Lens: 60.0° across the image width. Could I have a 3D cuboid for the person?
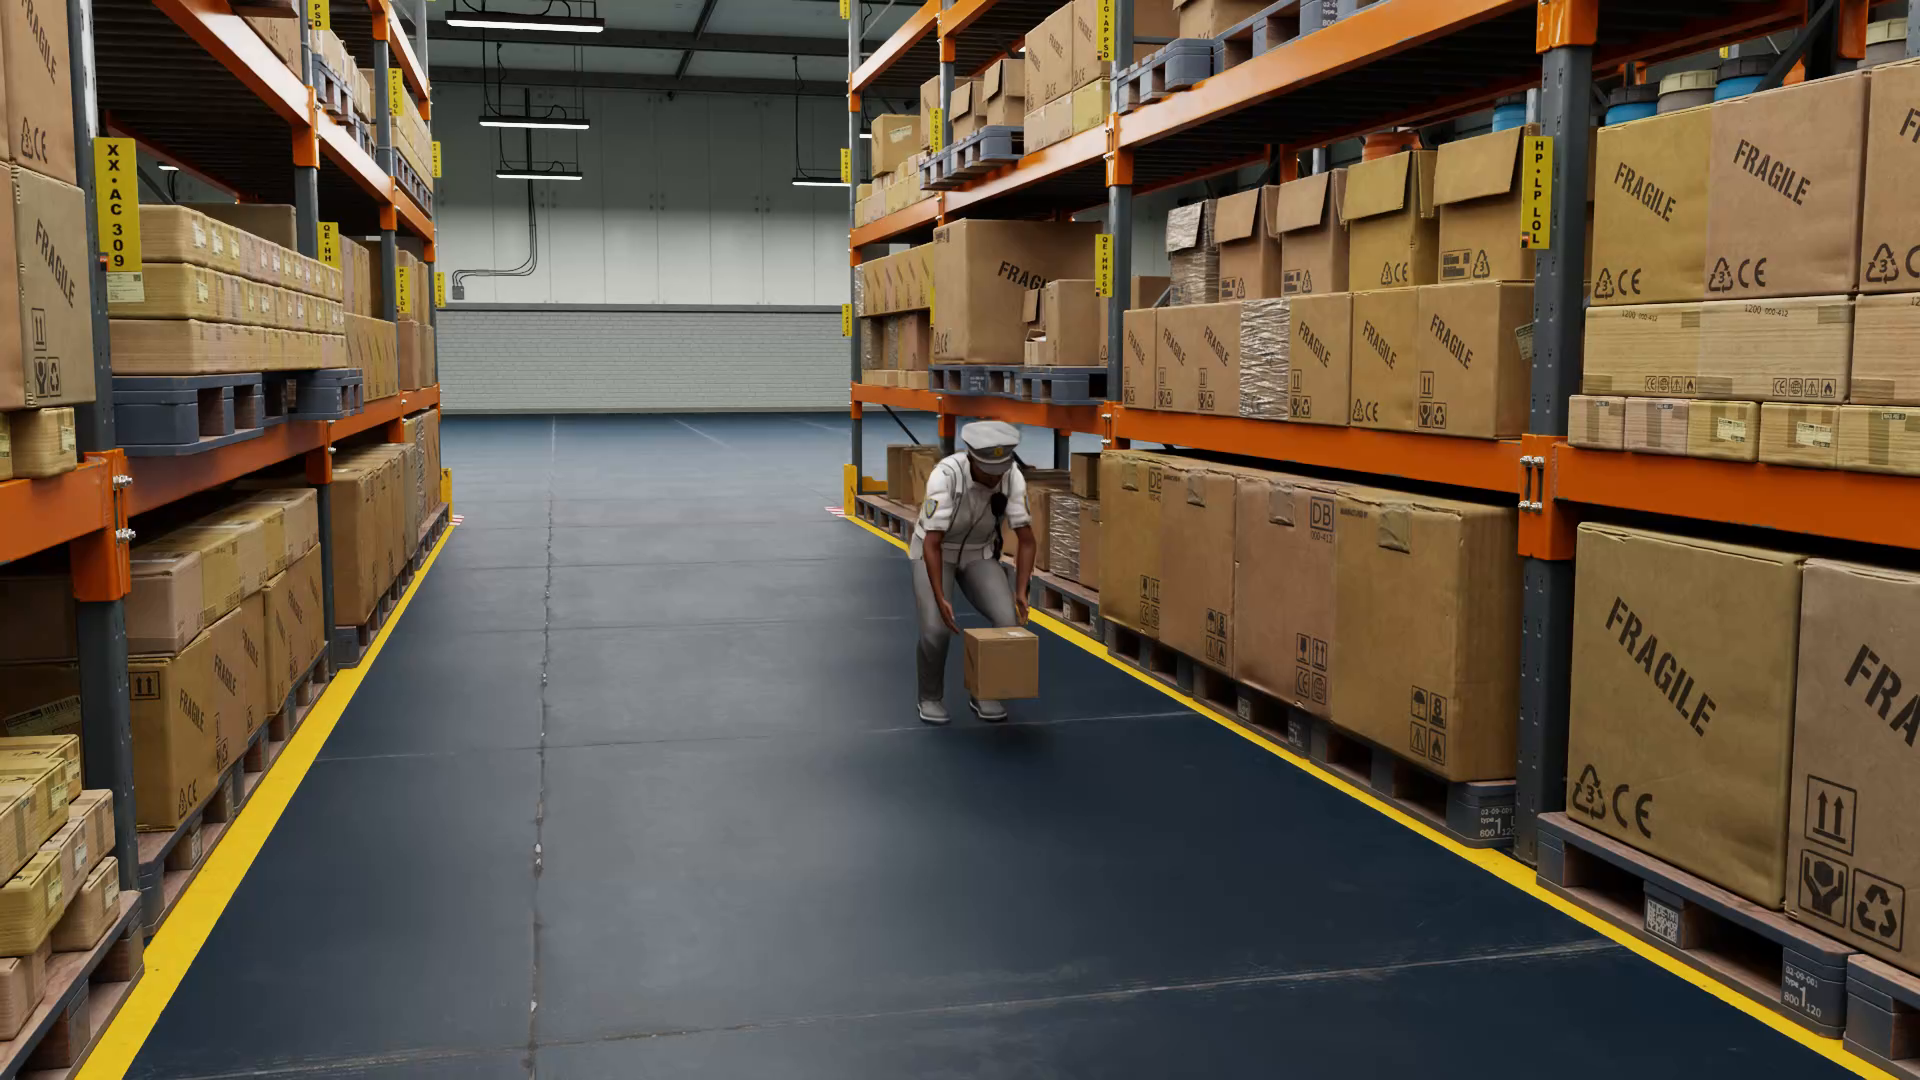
[{"bbox_3d":[0.060,0.135,7.137,0.499,1.305,0.753,-2,6,-14],"label":"person"}]
